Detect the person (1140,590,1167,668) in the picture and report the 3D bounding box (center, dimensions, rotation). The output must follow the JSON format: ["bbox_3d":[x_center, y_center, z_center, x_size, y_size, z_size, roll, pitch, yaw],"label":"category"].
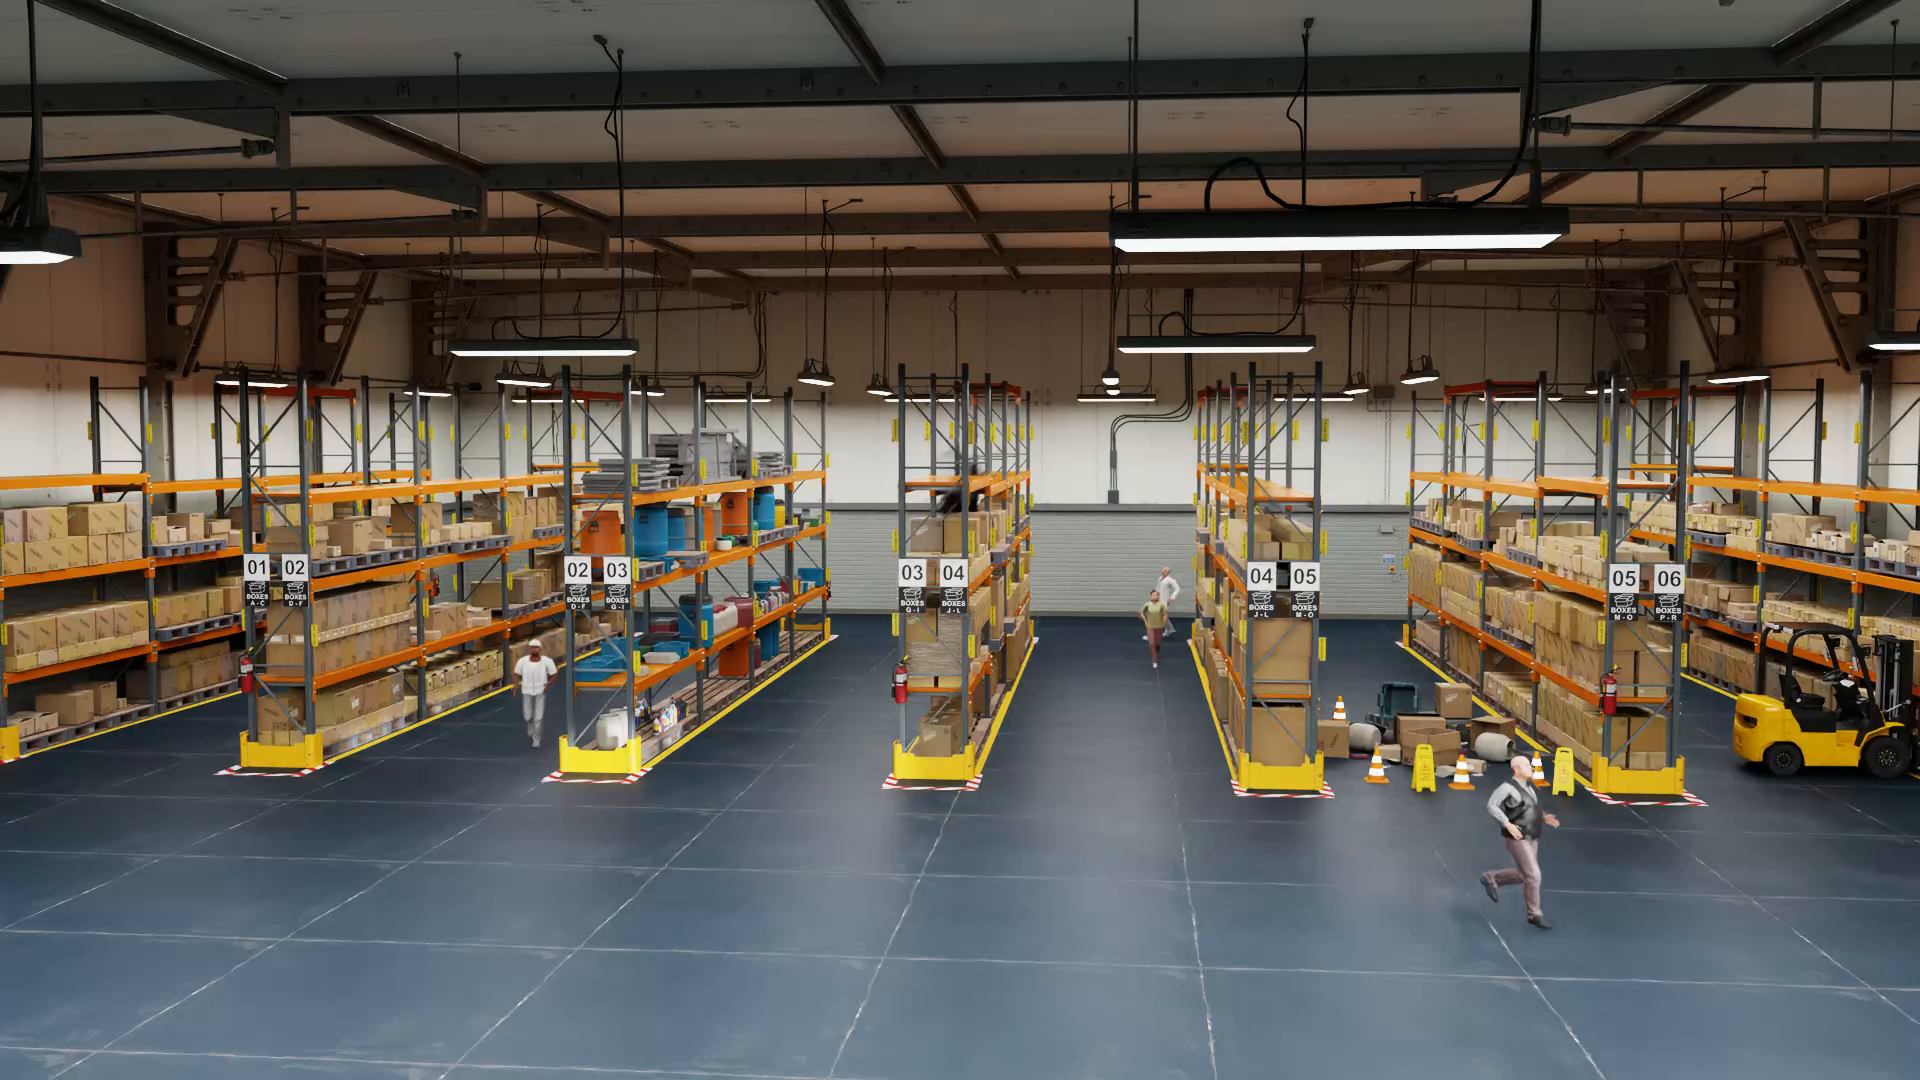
[{"bbox_3d":[4.178,1.897,35.816,0.580,1.649,0.747,0,4,2],"label":"person"}]

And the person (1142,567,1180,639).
[{"bbox_3d":[4.915,1.526,40.354,0.945,1.765,0.760,-2,4,-24],"label":"person"}]

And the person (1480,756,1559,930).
[{"bbox_3d":[5.715,3.065,17.051,0.662,1.721,0.880,-4,5,-44],"label":"person"}]

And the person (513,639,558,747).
[{"bbox_3d":[-6.794,2.442,26.606,0.705,1.718,0.582,0,4,-7],"label":"person"}]
